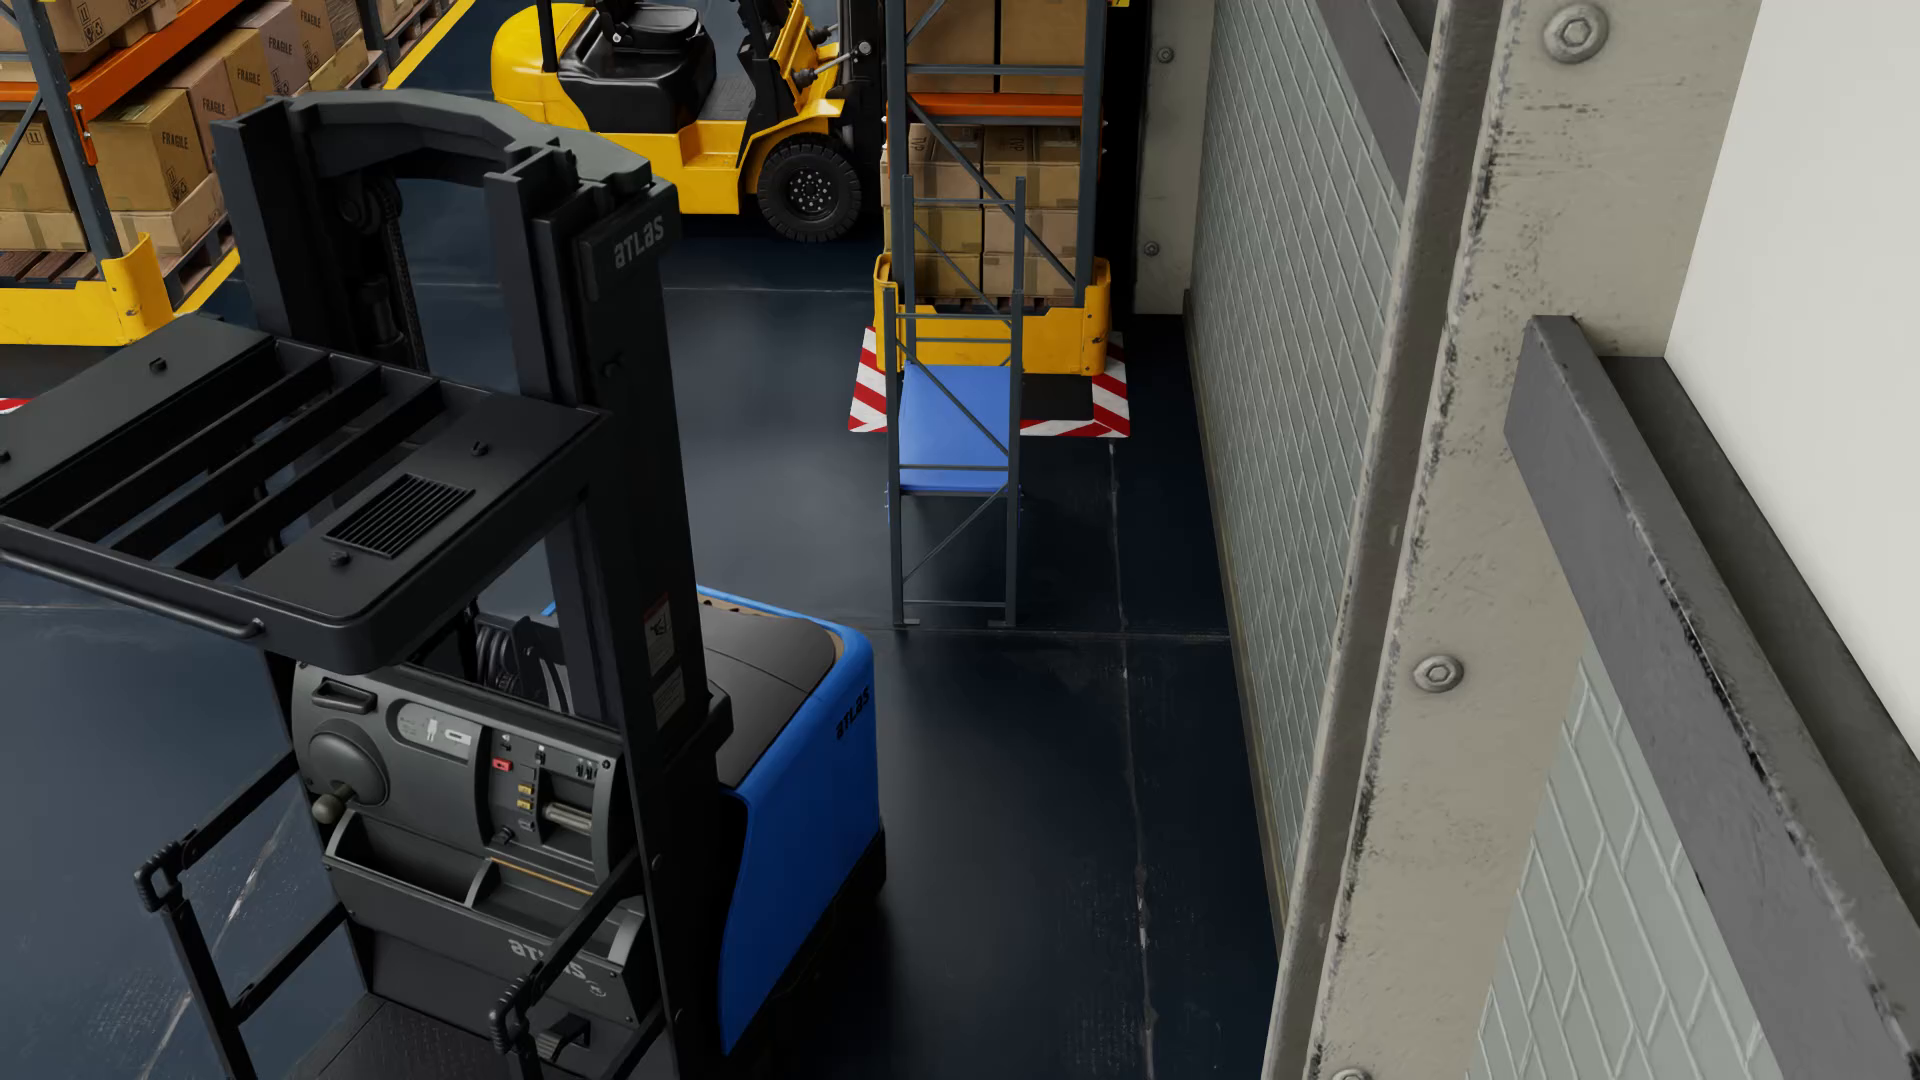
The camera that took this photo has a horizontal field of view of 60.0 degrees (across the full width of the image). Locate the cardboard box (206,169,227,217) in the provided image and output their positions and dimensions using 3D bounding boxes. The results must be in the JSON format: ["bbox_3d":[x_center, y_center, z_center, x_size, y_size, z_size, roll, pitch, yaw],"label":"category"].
[{"bbox_3d":[-4.460,-2.094,9.647,0.500,0.250,0.500,3,35,4],"label":"cardboard box"}]

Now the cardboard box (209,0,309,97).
[{"bbox_3d":[-4.430,-3.017,10.309,0.500,0.500,0.500,3,35,4],"label":"cardboard box"}]

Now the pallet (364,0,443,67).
[{"bbox_3d":[-4.607,-3.902,12.618,1.003,0.211,1.213,1,35,2],"label":"pallet"}]

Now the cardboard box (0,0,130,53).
[{"bbox_3d":[-4.501,-2.725,8.174,0.500,0.500,0.500,1,35,1],"label":"cardboard box"}]

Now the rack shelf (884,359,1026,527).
[{"bbox_3d":[-0.003,-0.417,6.852,0.538,0.185,1.000,1,35,2],"label":"rack shelf"}]

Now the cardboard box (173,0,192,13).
[{"bbox_3d":[-4.456,-2.975,9.093,0.380,0.149,0.250,2,35,3],"label":"cardboard box"}]

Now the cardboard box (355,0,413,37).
[{"bbox_3d":[-4.618,-3.993,12.244,0.950,0.372,0.625,2,35,2],"label":"cardboard box"}]

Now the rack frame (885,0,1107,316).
[{"bbox_3d":[0.163,-2.185,7.750,1.000,3.000,0.127,1,35,2],"label":"rack frame"}]

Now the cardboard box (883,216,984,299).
[{"bbox_3d":[-0.134,-1.509,8.814,0.500,0.250,0.500,2,35,2],"label":"cardboard box"}]

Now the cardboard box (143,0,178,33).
[{"bbox_3d":[-4.433,-2.825,8.880,0.380,0.149,0.250,2,35,3],"label":"cardboard box"}]

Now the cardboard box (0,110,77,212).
[{"bbox_3d":[-5.025,-2.117,9.028,0.500,0.500,0.500,2,35,2],"label":"cardboard box"}]

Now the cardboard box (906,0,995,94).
[{"bbox_3d":[-0.080,-2.514,8.132,0.500,0.500,0.500,1,35,1],"label":"cardboard box"}]

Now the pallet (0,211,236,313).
[{"bbox_3d":[-4.726,-1.666,9.437,1.003,0.211,1.213,1,35,2],"label":"pallet"}]

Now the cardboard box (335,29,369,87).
[{"bbox_3d":[-4.392,-3.296,11.358,0.500,0.250,0.500,3,35,4],"label":"cardboard box"}]

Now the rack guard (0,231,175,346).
[{"bbox_3d":[-4.794,-1.318,8.691,1.175,0.500,0.348,1,35,2],"label":"rack guard"}]

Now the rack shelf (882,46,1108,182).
[{"bbox_3d":[0.243,-3.039,9.592,1.077,0.370,4.000,1,35,2],"label":"rack shelf"}]

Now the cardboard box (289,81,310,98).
[{"bbox_3d":[-4.428,-2.698,10.506,0.500,0.250,0.500,2,35,3],"label":"cardboard box"}]

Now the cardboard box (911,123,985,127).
[{"bbox_3d":[-0.116,-2.206,8.936,0.500,0.250,0.500,2,35,3],"label":"cardboard box"}]

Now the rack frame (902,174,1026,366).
[{"bbox_3d":[0.017,-0.857,7.165,0.500,1.500,0.032,1,35,2],"label":"rack frame"}]

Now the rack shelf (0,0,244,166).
[{"bbox_3d":[-4.717,-3.152,9.752,1.077,0.370,4.000,1,35,2],"label":"rack shelf"}]

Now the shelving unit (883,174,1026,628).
[{"bbox_3d":[-0.003,-0.565,6.749,0.538,1.500,1.048,1,35,2],"label":"shelving unit"}]

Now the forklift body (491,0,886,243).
[{"bbox_3d":[-1.584,-2.969,9.604,2.313,2.155,1.214,1,35,2],"label":"forklift body"}]

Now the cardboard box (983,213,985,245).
[{"bbox_3d":[-0.105,-1.794,9.220,0.500,0.250,0.500,1,35,2],"label":"cardboard box"}]

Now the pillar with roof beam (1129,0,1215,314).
[{"bbox_3d":[-3.210,-5.118,6.706,9.100,9.000,0.400,1,35,2],"label":"pillar with roof beam"}]

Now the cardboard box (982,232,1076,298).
[{"bbox_3d":[0.378,-1.509,8.815,0.500,0.250,0.500,1,35,2],"label":"cardboard box"}]

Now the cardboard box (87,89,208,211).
[{"bbox_3d":[-4.488,-2.122,9.034,0.500,0.500,0.500,0,35,0],"label":"cardboard box"}]

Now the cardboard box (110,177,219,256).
[{"bbox_3d":[-4.488,-1.801,9.230,0.500,0.250,0.500,1,35,1],"label":"cardboard box"}]

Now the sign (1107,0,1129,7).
[{"bbox_3d":[0.717,-2.555,7.455,0.100,0.325,0.005,1,35,2],"label":"sign"}]

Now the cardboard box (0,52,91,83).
[{"bbox_3d":[-4.577,-2.385,8.253,0.380,0.149,0.250,1,35,2],"label":"cardboard box"}]

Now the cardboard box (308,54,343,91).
[{"bbox_3d":[-4.403,-2.990,10.922,0.500,0.250,0.500,0,35,1],"label":"cardboard box"}]

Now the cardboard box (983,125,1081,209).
[{"bbox_3d":[0.371,-1.912,8.519,0.500,0.250,0.500,1,35,1],"label":"cardboard box"}]

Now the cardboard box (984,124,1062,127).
[{"bbox_3d":[0.388,-2.199,8.927,0.500,0.250,0.500,1,35,2],"label":"cardboard box"}]

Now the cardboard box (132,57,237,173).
[{"bbox_3d":[-4.471,-2.422,9.461,0.500,0.500,0.500,0,35,0],"label":"cardboard box"}]

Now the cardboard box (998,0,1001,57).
[{"bbox_3d":[0.459,-2.804,8.544,0.500,0.500,0.500,2,35,3],"label":"cardboard box"}]

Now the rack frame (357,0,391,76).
[{"bbox_3d":[-4.636,-4.595,11.180,1.000,3.000,0.127,1,35,2],"label":"rack frame"}]

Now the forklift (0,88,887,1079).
[{"bbox_3d":[-1.302,0.620,3.818,1.130,2.935,3.031,14,38,19],"label":"forklift"}]

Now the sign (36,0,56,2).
[{"bbox_3d":[-4.255,-2.639,7.643,0.100,0.325,0.005,1,35,2],"label":"sign"}]

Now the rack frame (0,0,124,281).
[{"bbox_3d":[-4.797,-2.297,7.910,1.000,3.000,0.127,1,35,2],"label":"rack frame"}]

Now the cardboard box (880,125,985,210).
[{"bbox_3d":[-0.130,-1.912,8.519,0.500,0.250,0.500,2,35,3],"label":"cardboard box"}]

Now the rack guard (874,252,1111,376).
[{"bbox_3d":[0.162,-1.148,8.449,1.175,0.500,0.348,1,35,2],"label":"rack guard"}]

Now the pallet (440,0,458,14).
[{"bbox_3d":[-4.560,-4.605,13.618,1.003,0.211,1.213,1,35,2],"label":"pallet"}]

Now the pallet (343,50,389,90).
[{"bbox_3d":[-4.628,-3.068,11.431,1.003,0.211,1.213,1,35,2],"label":"pallet"}]

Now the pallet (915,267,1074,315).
[{"bbox_3d":[0.152,-1.484,9.178,1.003,0.211,1.213,1,35,2],"label":"pallet"}]

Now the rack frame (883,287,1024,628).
[{"bbox_3d":[-0.024,-0.273,6.333,0.500,1.500,0.032,1,35,2],"label":"rack frame"}]

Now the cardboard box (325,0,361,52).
[{"bbox_3d":[-4.392,-3.603,11.142,0.500,0.500,0.500,1,35,1],"label":"cardboard box"}]

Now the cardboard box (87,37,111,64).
[{"bbox_3d":[-4.581,-2.530,8.460,0.380,0.149,0.250,2,35,3],"label":"cardboard box"}]

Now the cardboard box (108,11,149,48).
[{"bbox_3d":[-4.489,-2.681,8.674,0.380,0.149,0.250,0,35,0],"label":"cardboard box"}]

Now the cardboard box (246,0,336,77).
[{"bbox_3d":[-4.411,-3.311,10.726,0.500,0.500,0.500,2,35,3],"label":"cardboard box"}]

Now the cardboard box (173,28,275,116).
[{"bbox_3d":[-4.443,-2.710,9.871,0.500,0.500,0.500,2,35,3],"label":"cardboard box"}]

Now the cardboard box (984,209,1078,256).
[{"bbox_3d":[0.389,-1.701,8.653,0.500,0.250,0.500,2,35,3],"label":"cardboard box"}]

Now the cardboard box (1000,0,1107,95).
[{"bbox_3d":[0.460,-2.504,8.117,0.500,0.500,0.500,2,35,3],"label":"cardboard box"}]

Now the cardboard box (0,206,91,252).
[{"bbox_3d":[-5.032,-1.828,9.269,0.500,0.250,0.500,1,35,2],"label":"cardboard box"}]

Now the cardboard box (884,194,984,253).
[{"bbox_3d":[-0.130,-1.723,8.684,0.500,0.250,0.500,1,35,1],"label":"cardboard box"}]

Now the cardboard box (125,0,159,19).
[{"bbox_3d":[-4.483,-3.023,8.597,0.500,0.500,0.500,2,35,3],"label":"cardboard box"}]

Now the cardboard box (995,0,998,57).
[{"bbox_3d":[-0.050,-2.812,8.556,0.500,0.500,0.500,2,35,3],"label":"cardboard box"}]

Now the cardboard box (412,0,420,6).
[{"bbox_3d":[-4.592,-4.407,12.831,0.950,0.372,0.625,3,35,5],"label":"cardboard box"}]
